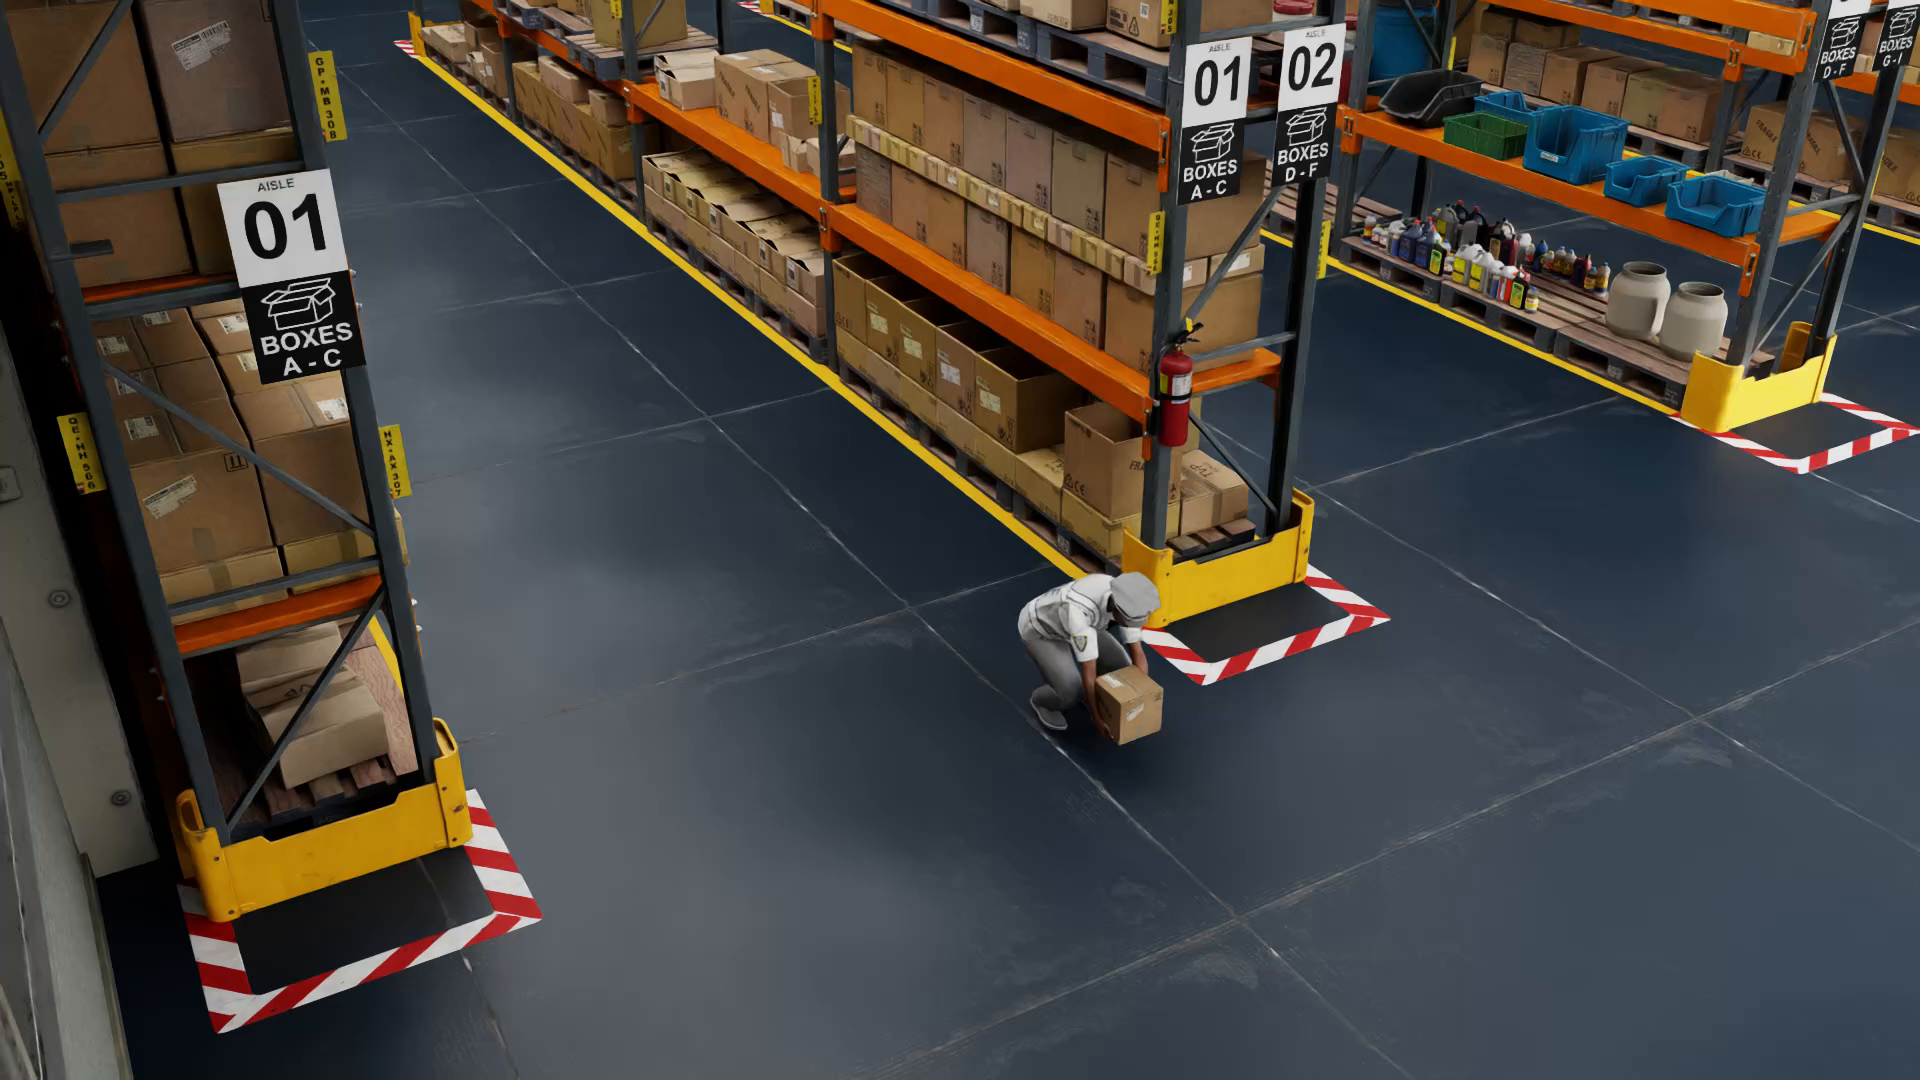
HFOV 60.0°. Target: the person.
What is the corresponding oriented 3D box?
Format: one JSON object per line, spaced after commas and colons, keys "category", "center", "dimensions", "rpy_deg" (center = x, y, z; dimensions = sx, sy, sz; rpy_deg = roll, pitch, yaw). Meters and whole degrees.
{"category": "person", "center": [0.648, 0.525, 8.330], "dimensions": [0.458, 0.980, 0.864], "rpy_deg": [-17, 33, -27]}
